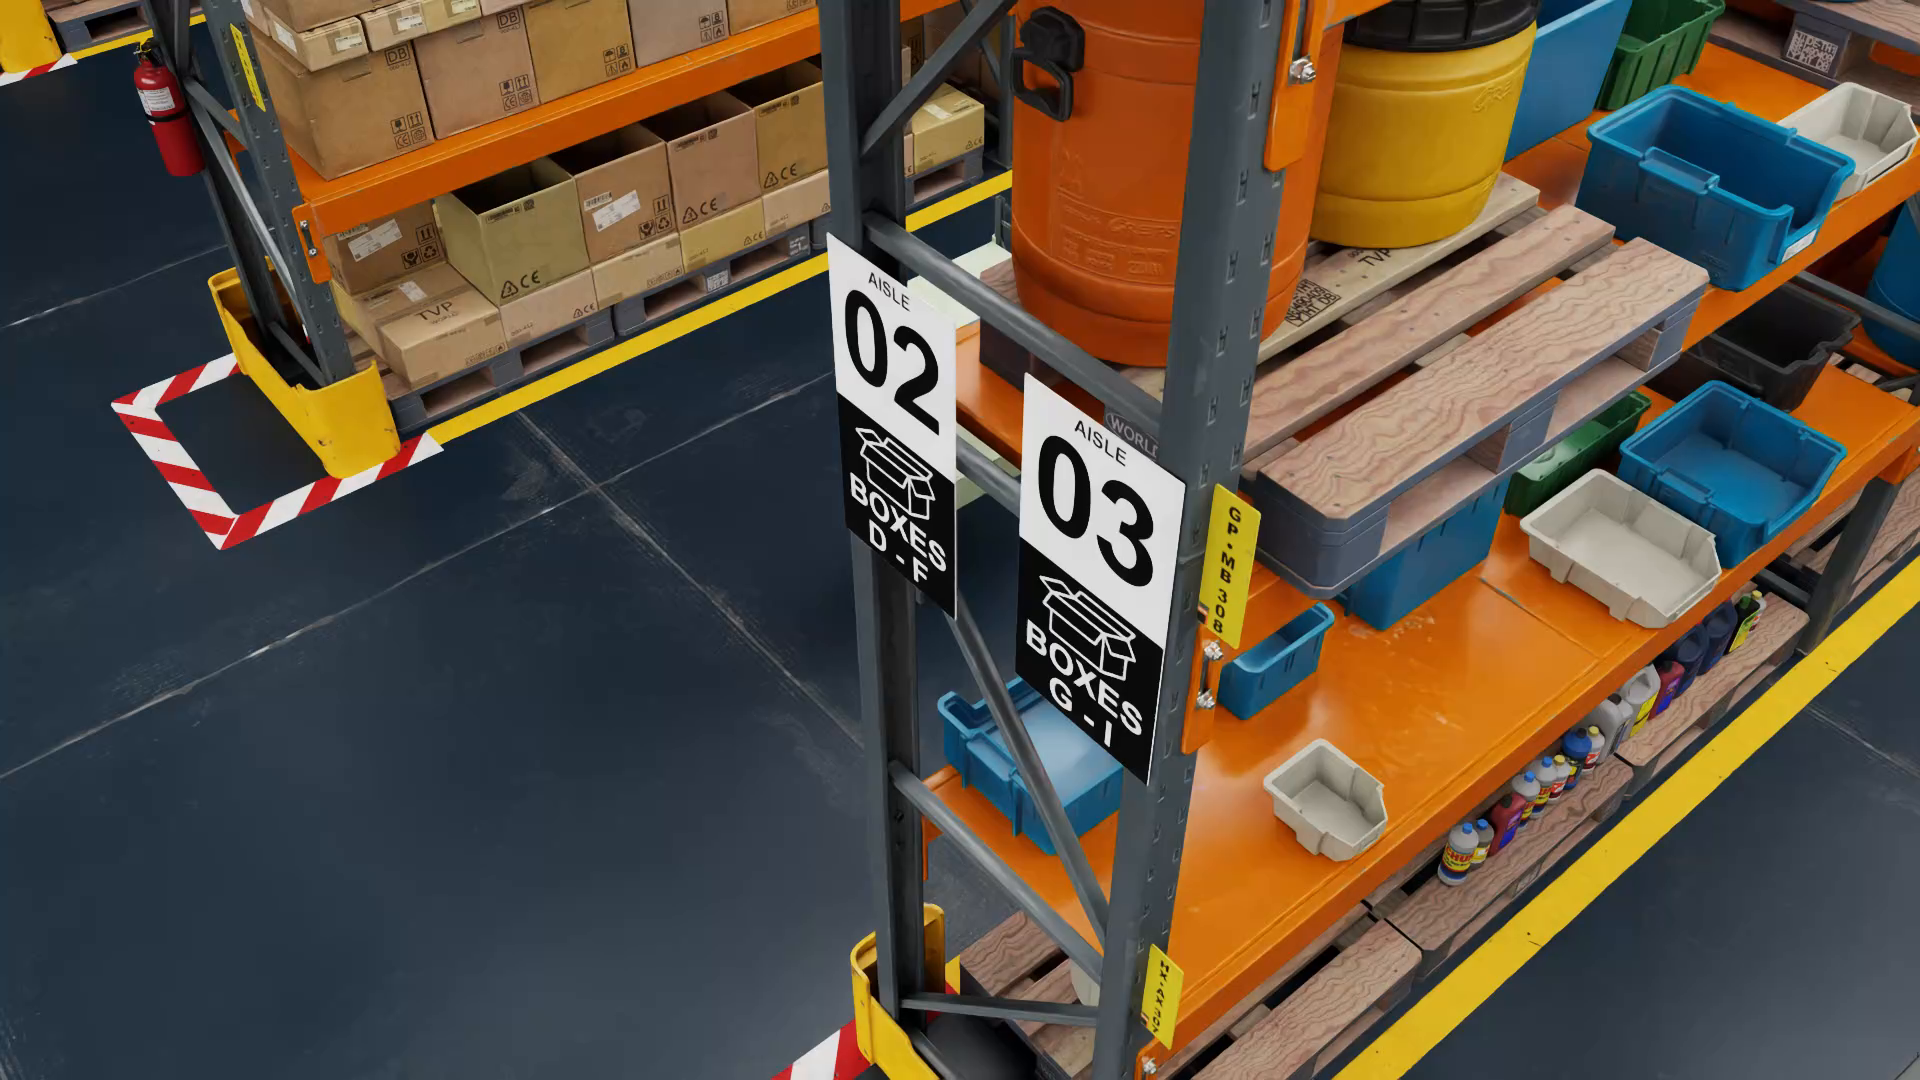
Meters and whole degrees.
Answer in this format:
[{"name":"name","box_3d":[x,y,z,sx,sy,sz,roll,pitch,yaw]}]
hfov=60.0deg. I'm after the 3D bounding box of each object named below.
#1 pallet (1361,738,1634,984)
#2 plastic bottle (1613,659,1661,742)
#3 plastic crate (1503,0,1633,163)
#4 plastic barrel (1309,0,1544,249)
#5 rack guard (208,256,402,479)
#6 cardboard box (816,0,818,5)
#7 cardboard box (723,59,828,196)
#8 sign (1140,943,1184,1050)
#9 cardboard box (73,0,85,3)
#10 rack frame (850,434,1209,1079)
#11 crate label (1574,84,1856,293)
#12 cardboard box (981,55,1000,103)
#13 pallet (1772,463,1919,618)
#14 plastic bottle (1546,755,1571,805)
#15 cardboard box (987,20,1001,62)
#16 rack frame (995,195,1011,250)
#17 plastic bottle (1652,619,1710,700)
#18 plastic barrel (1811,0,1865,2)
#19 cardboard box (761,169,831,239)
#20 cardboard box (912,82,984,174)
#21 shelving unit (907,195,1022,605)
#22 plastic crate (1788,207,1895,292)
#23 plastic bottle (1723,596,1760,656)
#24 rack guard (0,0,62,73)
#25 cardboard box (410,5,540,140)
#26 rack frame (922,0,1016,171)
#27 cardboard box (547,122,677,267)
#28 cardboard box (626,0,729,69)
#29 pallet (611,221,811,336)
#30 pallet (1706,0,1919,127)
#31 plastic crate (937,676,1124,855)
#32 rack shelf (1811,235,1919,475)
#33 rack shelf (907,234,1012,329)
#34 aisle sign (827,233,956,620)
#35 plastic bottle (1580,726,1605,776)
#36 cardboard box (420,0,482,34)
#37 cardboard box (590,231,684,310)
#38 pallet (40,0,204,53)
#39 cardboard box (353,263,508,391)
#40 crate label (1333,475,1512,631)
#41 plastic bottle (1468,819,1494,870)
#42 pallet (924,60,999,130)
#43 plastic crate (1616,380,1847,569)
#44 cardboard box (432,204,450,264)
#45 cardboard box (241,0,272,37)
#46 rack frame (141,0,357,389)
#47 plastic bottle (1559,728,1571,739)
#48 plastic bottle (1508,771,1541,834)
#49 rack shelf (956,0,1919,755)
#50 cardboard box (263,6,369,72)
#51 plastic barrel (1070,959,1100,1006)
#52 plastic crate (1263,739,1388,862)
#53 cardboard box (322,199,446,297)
[{"name":"pallet","box_3d":[1.700,0.927,6.163,1.213,0.211,1.003,-30,51,-28]},{"name":"plastic bottle","box_3d":[2.474,0.564,6.125,0.185,0.351,0.144,-30,51,-28]},{"name":"plastic crate","box_3d":[1.380,-1.228,4.240,0.575,0.384,0.392,-30,51,-28]},{"name":"plastic barrel","box_3d":[0.903,-1.027,3.571,0.600,0.588,0.600,0,43,0]},{"name":"rack guard","box_3d":[-3.083,-0.826,7.817,0.348,0.500,1.175,-30,51,-28]},{"name":"cardboard box","box_3d":[-0.734,-3.107,8.348,0.500,0.500,0.700,-30,51,-28]},{"name":"cardboard box","box_3d":[-0.984,-2.175,8.582,0.500,0.500,0.500,-30,51,-28]},{"name":"sign","box_3d":[0.460,1.045,3.797,0.005,0.325,0.100,-30,51,-28]},{"name":"cardboard box","box_3d":[-5.658,-3.784,10.784,0.500,0.311,0.500,33,52,30]},{"name":"rack frame","box_3d":[0.110,0.855,4.202,0.127,3.000,1.000,-30,51,-28]},{"name":"crate label","box_3d":[1.758,-0.832,3.916,0.408,0.251,0.502,-30,51,-28]},{"name":"cardboard box","box_3d":[0.472,-2.702,9.691,0.500,0.250,0.500,-31,51,-29]},{"name":"pallet","box_3d":[3.756,-0.250,7.416,1.213,0.211,1.003,-30,51,-28]},{"name":"plastic bottle","box_3d":[2.116,0.844,5.936,0.097,0.201,0.097,0,43,0]},{"name":"cardboard box","box_3d":[0.480,-2.910,9.503,0.500,0.311,0.500,-30,51,-28]},{"name":"rack frame","box_3d":[0.276,-0.705,6.958,0.023,1.500,0.400,-30,51,-28]},{"name":"plastic bottle","box_3d":[2.722,0.422,6.277,0.185,0.351,0.144,-32,52,-30]},{"name":"plastic barrel","box_3d":[2.346,-1.950,4.325,0.708,0.901,0.600,-30,51,-28]},{"name":"cardboard box","box_3d":[-0.976,-1.895,8.832,0.500,0.250,0.500,-30,51,-28]},{"name":"cardboard box","box_3d":[-0.212,-2.337,9.302,0.500,0.250,0.500,-30,51,-28]},{"name":"shelving unit","box_3d":[-0.005,-0.544,6.787,0.755,1.500,0.431,-30,51,-28]},{"name":"plastic crate","box_3d":[3.353,-1.298,6.448,0.583,0.464,0.402,-30,51,-28]},{"name":"plastic bottle","box_3d":[3.021,0.313,6.442,0.133,0.283,0.061,-27,50,-26]},{"name":"rack guard","box_3d":[-6.188,-3.469,10.632,0.348,0.500,1.175,-30,51,-28]},{"name":"cardboard box","box_3d":[-2.299,-2.215,7.398,0.500,0.500,0.700,-28,50,-27]},{"name":"rack frame","box_3d":[0.003,-3.504,8.844,0.127,3.000,1.000,-30,51,-28]},{"name":"cardboard box","box_3d":[-1.753,-1.737,8.116,0.500,0.500,0.500,-30,51,-28]},{"name":"cardboard box","box_3d":[-1.513,-2.663,7.875,0.500,0.500,0.700,-28,50,-27]},{"name":"pallet","box_3d":[-1.570,-1.622,8.876,1.213,0.211,1.003,-30,51,-28]},{"name":"pallet","box_3d":[2.688,-1.558,4.718,1.003,0.211,1.213,-30,51,-28]},{"name":"plastic crate","box_3d":[0.302,0.533,4.654,0.616,0.251,0.499,-30,51,-28]},{"name":"rack shelf","box_3d":[4.712,-1.518,7.254,4.000,0.370,1.077,-30,51,-28]},{"name":"rack shelf","box_3d":[-0.005,-0.828,6.520,0.720,0.370,0.431,-30,51,-28]},{"name":"aisle sign","box_3d":[-0.136,-0.217,3.444,0.004,0.787,0.394,-30,51,-28]},{"name":"plastic bottle","box_3d":[2.274,0.754,6.032,0.097,0.201,0.097,0,43,0]},{"name":"cardboard box","box_3d":[-2.233,-2.306,7.021,0.250,0.149,0.380,-30,51,-28]},{"name":"cardboard box","box_3d":[-1.746,-1.458,8.366,0.500,0.250,0.500,-30,51,-28]},{"name":"pallet","box_3d":[-5.542,-3.702,11.091,1.213,0.211,1.003,-30,51,-28]},{"name":"cardboard box","box_3d":[-2.511,-1.017,7.897,0.500,0.250,0.500,-30,51,-28]},{"name":"crate label","box_3d":[1.348,-0.108,5.202,0.616,0.435,0.502,-30,51,-28]},{"name":"plastic bottle","box_3d":[1.780,1.037,5.731,0.097,0.201,0.097,0,43,0]},{"name":"pallet","box_3d":[0.543,-2.832,10.165,1.213,0.211,1.003,-30,51,-28]},{"name":"plastic crate","box_3d":[2.504,-0.219,5.454,0.616,0.251,0.499,-30,51,-28]},{"name":"cardboard box","box_3d":[-2.467,-1.515,8.427,0.500,0.250,0.500,-30,51,-28]},{"name":"cardboard box","box_3d":[-2.894,-2.288,7.002,0.250,0.149,0.380,-31,51,-28]},{"name":"rack frame","box_3d":[-3.065,-1.747,6.973,0.127,3.000,1.000,-30,51,-28]},{"name":"plastic bottle","box_3d":[2.278,0.602,6.134,0.133,0.283,0.061,-30,51,-28]},{"name":"plastic bottle","box_3d":[1.964,0.906,5.819,0.097,0.271,0.097,0,43,0]},{"name":"rack shelf","box_3d":[1.644,-0.854,4.356,4.000,0.370,1.077,-30,51,-28]},{"name":"cardboard box","box_3d":[-2.626,-2.079,6.780,0.250,0.149,0.380,-30,51,-28]},{"name":"plastic barrel","box_3d":[0.566,1.280,5.260,0.421,0.512,0.421,0,43,0]},{"name":"plastic crate","box_3d":[1.003,0.727,4.531,0.250,0.136,0.298,-30,51,-28]},{"name":"cardboard box","box_3d":[-2.845,-1.563,7.931,0.500,0.500,0.500,-30,51,-28]}]
